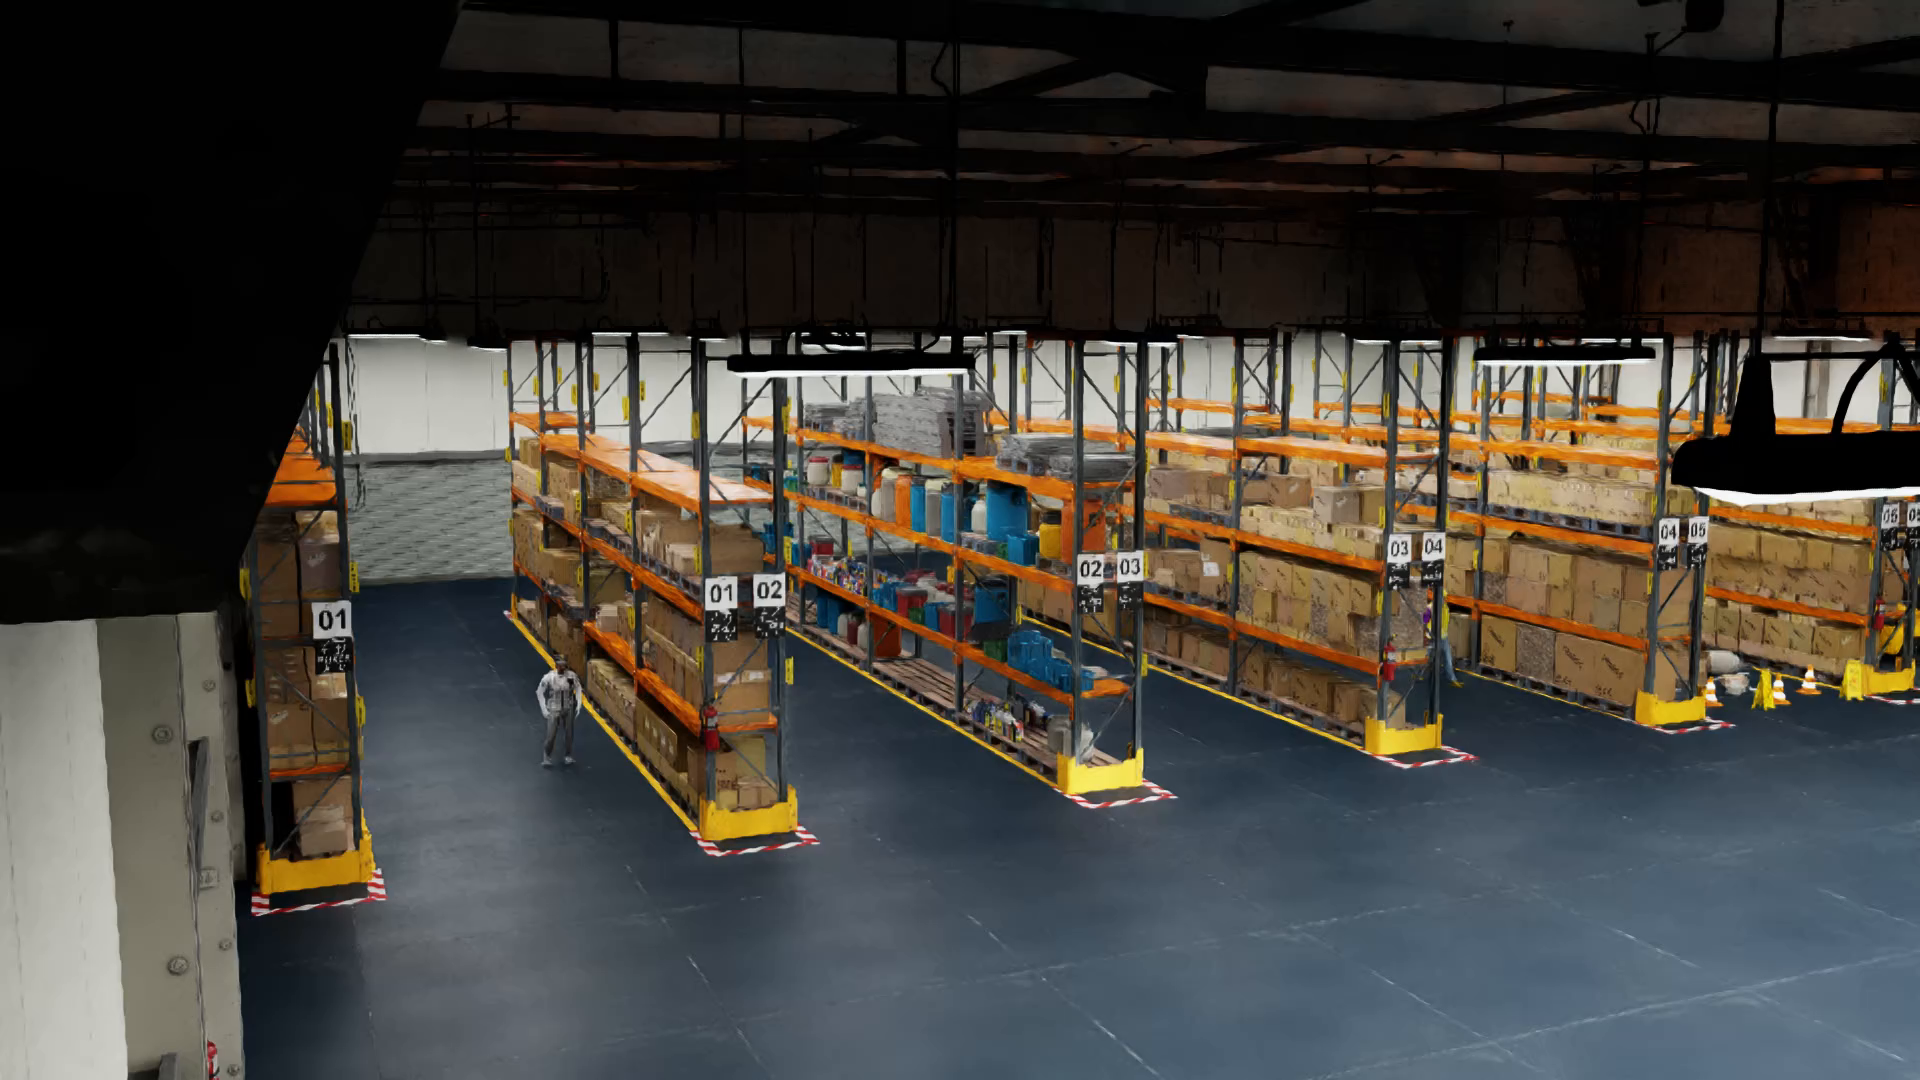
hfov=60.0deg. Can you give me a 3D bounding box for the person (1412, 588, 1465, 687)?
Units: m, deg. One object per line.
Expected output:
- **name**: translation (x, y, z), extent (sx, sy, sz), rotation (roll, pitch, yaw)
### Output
- **person**: translation (8.119, 1.634, 28.320), extent (0.577, 1.689, 1.107), rotation (-3, 8, -20)

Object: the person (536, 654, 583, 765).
- **person**: translation (-5.613, 2.366, 23.348), extent (0.639, 1.632, 0.512), rotation (-4, 9, -25)
